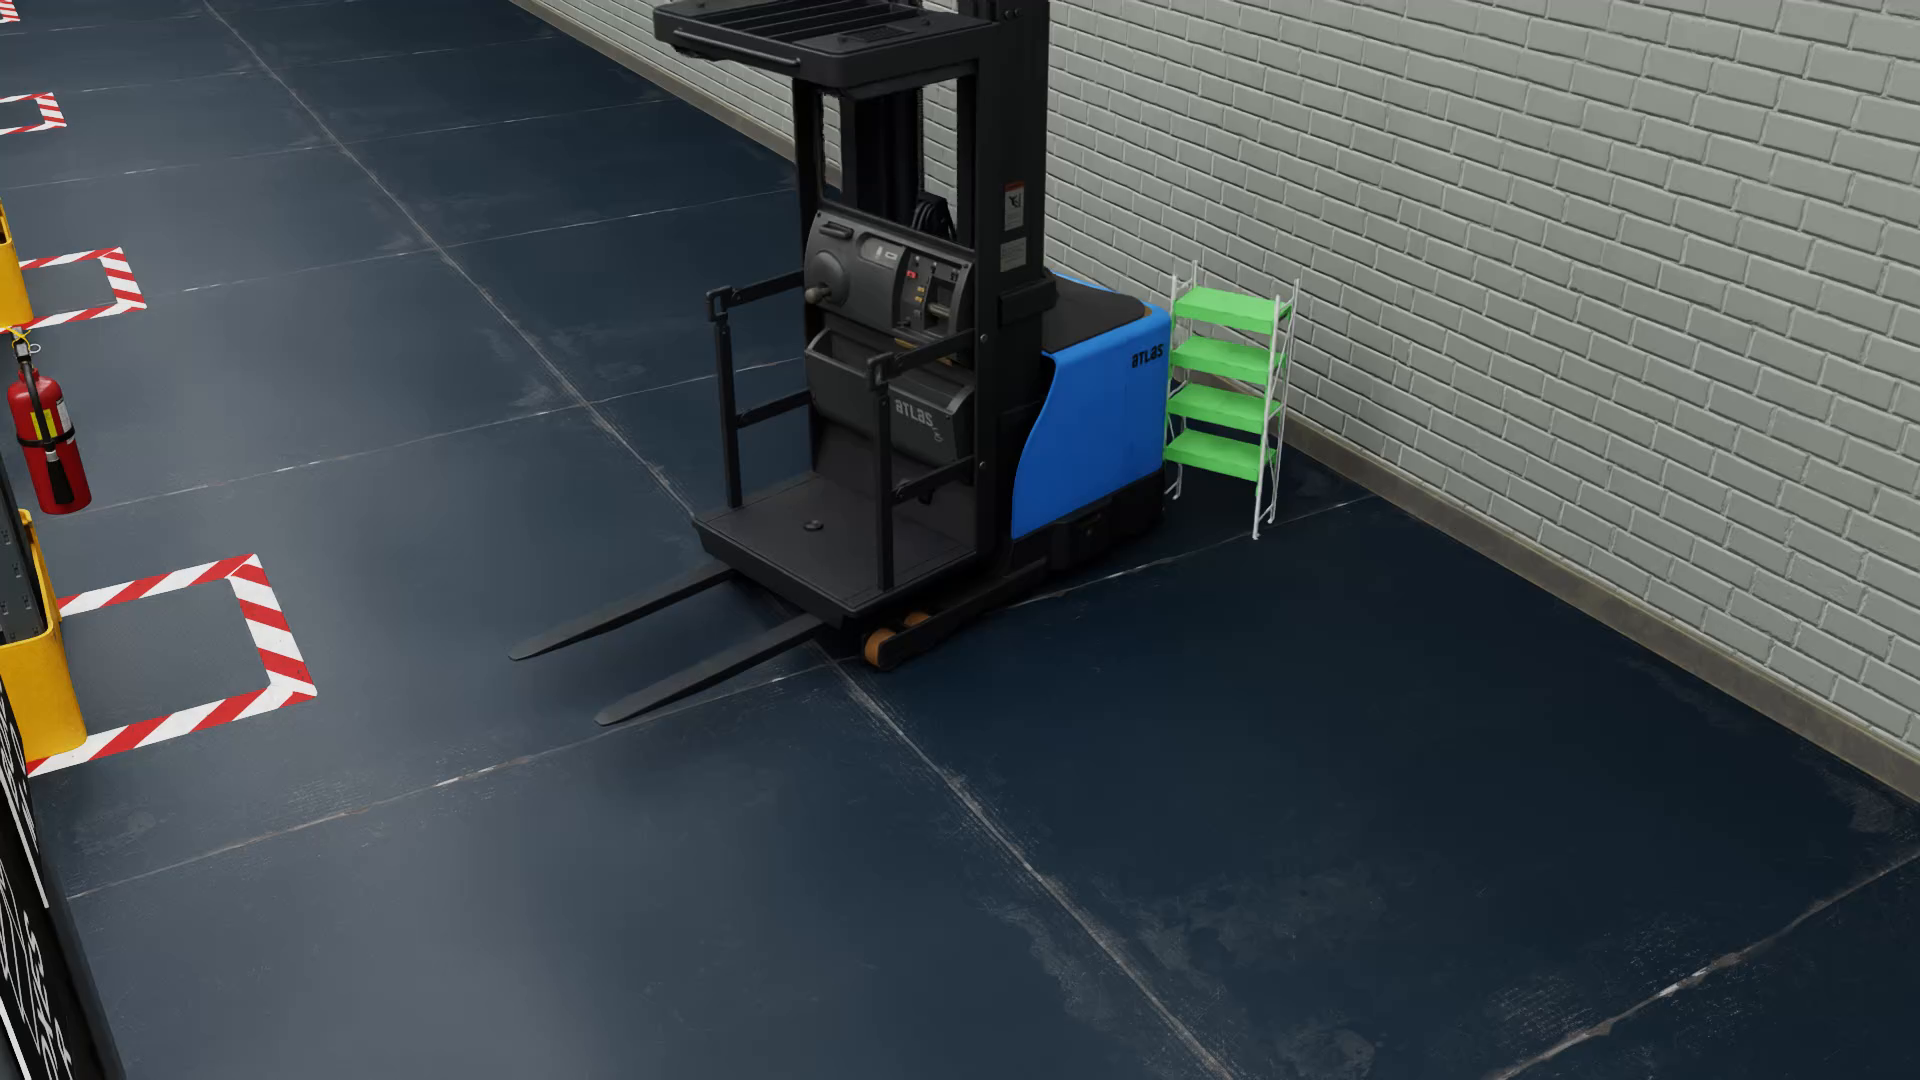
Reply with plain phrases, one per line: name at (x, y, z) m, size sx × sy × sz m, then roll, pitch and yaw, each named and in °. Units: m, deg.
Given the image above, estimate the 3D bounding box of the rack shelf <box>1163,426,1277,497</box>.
rack shelf at (1.223, -0.373, 7.813) m, size 0.480 × 0.148 × 0.258 m, roll 16°, pitch 33°, yaw 27°

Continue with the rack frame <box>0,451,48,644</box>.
rack frame at (-3.696, -0.750, 6.005) m, size 0.127 × 3.000 × 1.000 m, roll -16°, pitch 33°, yaw -26°

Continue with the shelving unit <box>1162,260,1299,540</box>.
shelving unit at (1.223, -0.639, 7.666) m, size 0.503 × 1.200 × 0.258 m, roll 16°, pitch 33°, yaw 27°

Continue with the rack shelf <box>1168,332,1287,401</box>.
rack shelf at (1.223, -0.793, 7.581) m, size 0.480 × 0.148 × 0.258 m, roll 16°, pitch 33°, yaw 27°

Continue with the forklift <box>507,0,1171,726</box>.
forklift at (-0.451, -1.036, 6.594) m, size 3.031 × 2.935 × 1.130 m, roll -25°, pitch 38°, yaw -38°

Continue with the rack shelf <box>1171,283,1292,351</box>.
rack shelf at (1.223, -1.003, 7.465) m, size 0.480 × 0.148 × 0.258 m, roll 16°, pitch 33°, yaw 27°

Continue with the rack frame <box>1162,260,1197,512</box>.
rack frame at (1.014, -0.700, 7.776) m, size 0.015 × 1.200 × 0.240 m, roll 16°, pitch 33°, yaw 27°

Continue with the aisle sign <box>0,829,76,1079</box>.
aisle sign at (-0.882, 0.260, 1.483) m, size 0.004 × 0.787 × 0.394 m, roll -16°, pitch 33°, yaw -26°

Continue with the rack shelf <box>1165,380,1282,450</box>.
rack shelf at (1.223, -0.583, 7.697) m, size 0.480 × 0.148 × 0.258 m, roll 16°, pitch 33°, yaw 27°

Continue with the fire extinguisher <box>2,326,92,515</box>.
fire extinguisher at (-3.245, -0.423, 5.877) m, size 0.183 × 0.674 × 0.296 m, roll -16°, pitch 33°, yaw -26°

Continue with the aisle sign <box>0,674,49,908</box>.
aisle sign at (-1.185, 0.010, 1.936) m, size 0.004 × 0.787 × 0.394 m, roll -16°, pitch 33°, yaw -26°

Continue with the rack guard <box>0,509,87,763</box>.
rack guard at (-3.761, 0.363, 6.575) m, size 0.348 × 0.500 × 1.175 m, roll -16°, pitch 33°, yaw -26°

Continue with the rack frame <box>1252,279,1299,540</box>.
rack frame at (1.433, -0.578, 7.556) m, size 0.015 × 1.200 × 0.240 m, roll 16°, pitch 33°, yaw 27°

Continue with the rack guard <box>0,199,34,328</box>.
rack guard at (-6.100, -1.753, 10.409) m, size 0.348 × 0.500 × 1.175 m, roll -16°, pitch 33°, yaw -26°
